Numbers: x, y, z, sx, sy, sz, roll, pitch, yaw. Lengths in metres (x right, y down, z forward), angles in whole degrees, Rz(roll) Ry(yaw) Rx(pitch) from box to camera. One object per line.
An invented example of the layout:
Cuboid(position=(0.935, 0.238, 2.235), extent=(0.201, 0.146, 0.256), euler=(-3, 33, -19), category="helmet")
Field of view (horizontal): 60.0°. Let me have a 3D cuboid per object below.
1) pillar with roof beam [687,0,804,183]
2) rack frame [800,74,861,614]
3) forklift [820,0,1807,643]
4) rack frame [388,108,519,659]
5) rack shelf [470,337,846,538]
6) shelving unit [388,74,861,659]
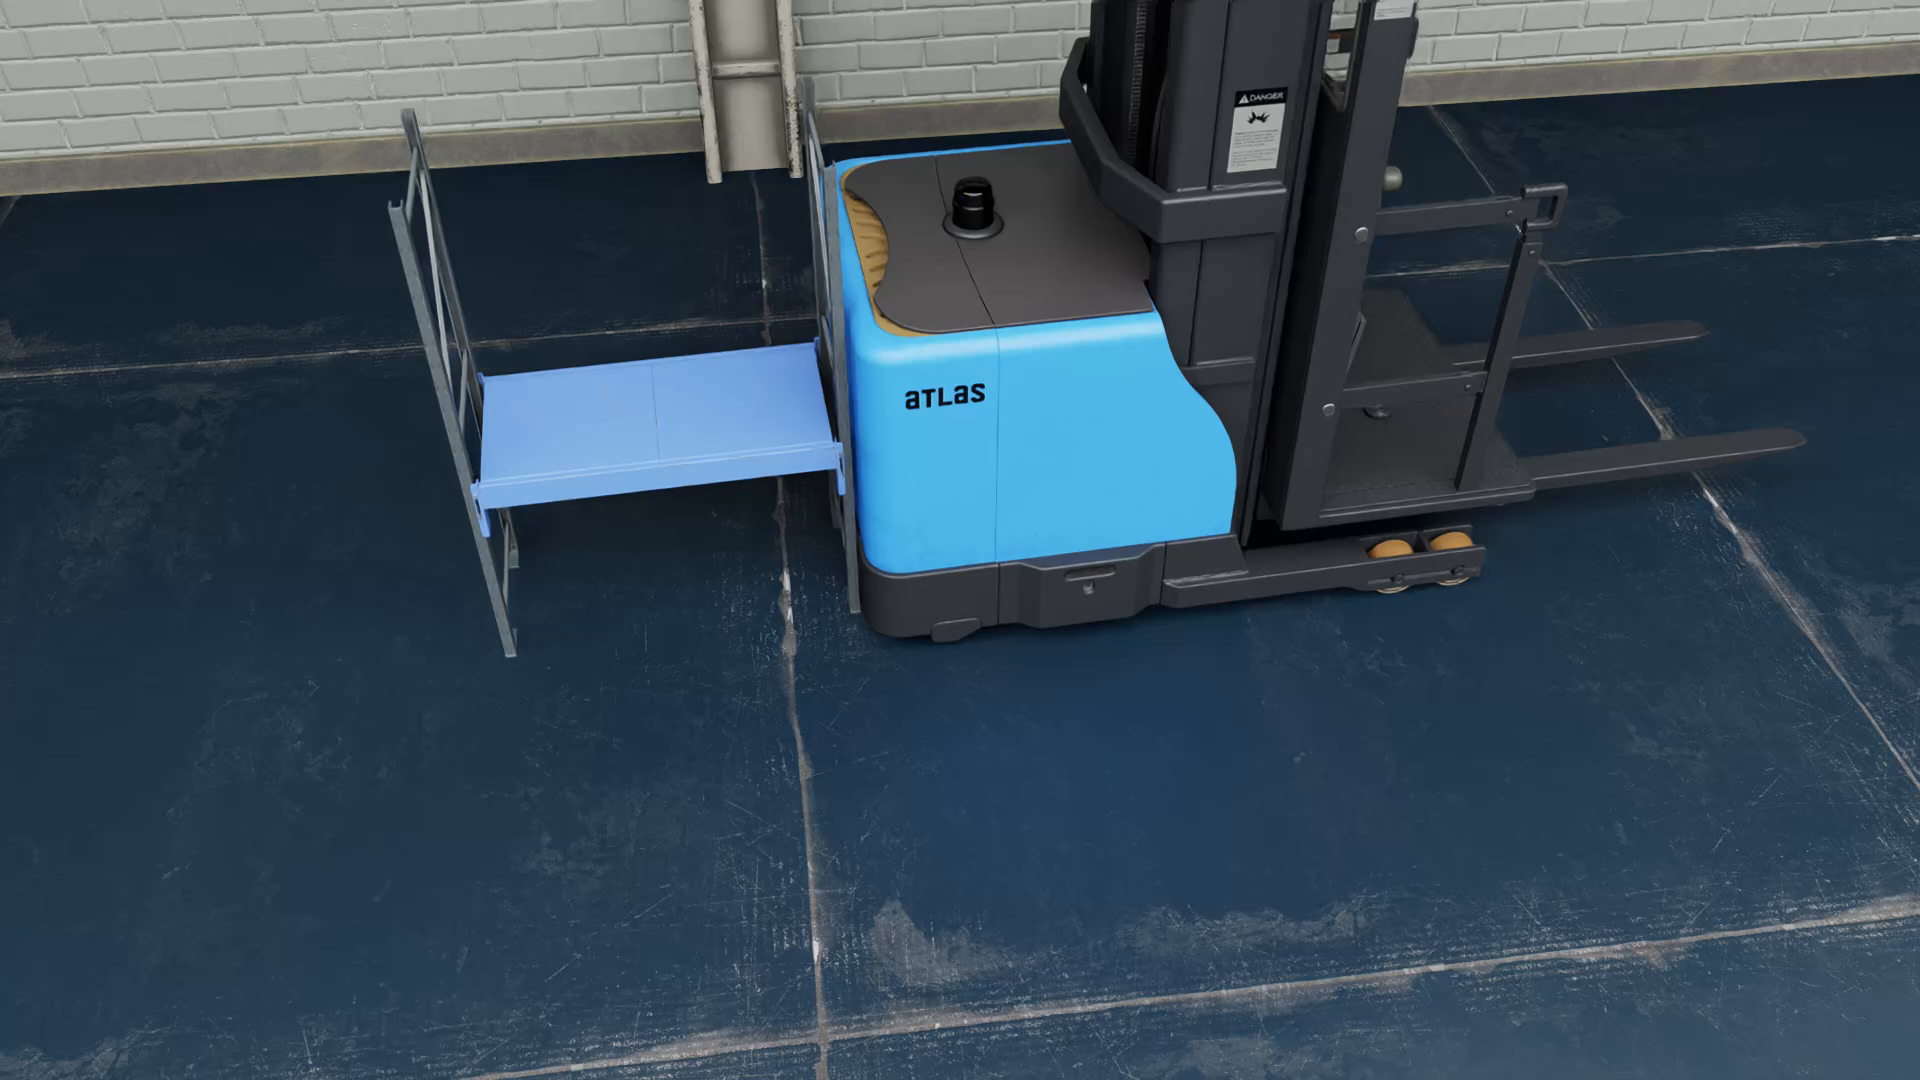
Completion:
Cuboid(position=(-0.309, -2.079, 0.836), extent=(0.400, 9.000, 9.100), euler=(-5, 42, -6), category="pillar with roof beam")
Cuboid(position=(-0.359, -0.500, 4.684), extent=(0.032, 1.500, 0.500), euler=(-7, 43, -8), category="rack frame")
Cuboid(position=(1.133, -1.269, 4.468), extent=(3.031, 2.935, 1.130), euler=(-7, 43, -8), category="forklift")
Cuboid(position=(-1.359, -0.377, 4.548), extent=(0.032, 1.500, 0.500), euler=(-7, 43, -8), category="rack frame")
Cuboid(position=(-0.859, -0.305, 4.736), extent=(1.000, 0.185, 0.538), euler=(-7, 43, -8), category="rack shelf")
Cuboid(position=(-0.859, -0.438, 4.616), extent=(1.048, 1.500, 0.538), euler=(-7, 43, -8), category="shelving unit")
